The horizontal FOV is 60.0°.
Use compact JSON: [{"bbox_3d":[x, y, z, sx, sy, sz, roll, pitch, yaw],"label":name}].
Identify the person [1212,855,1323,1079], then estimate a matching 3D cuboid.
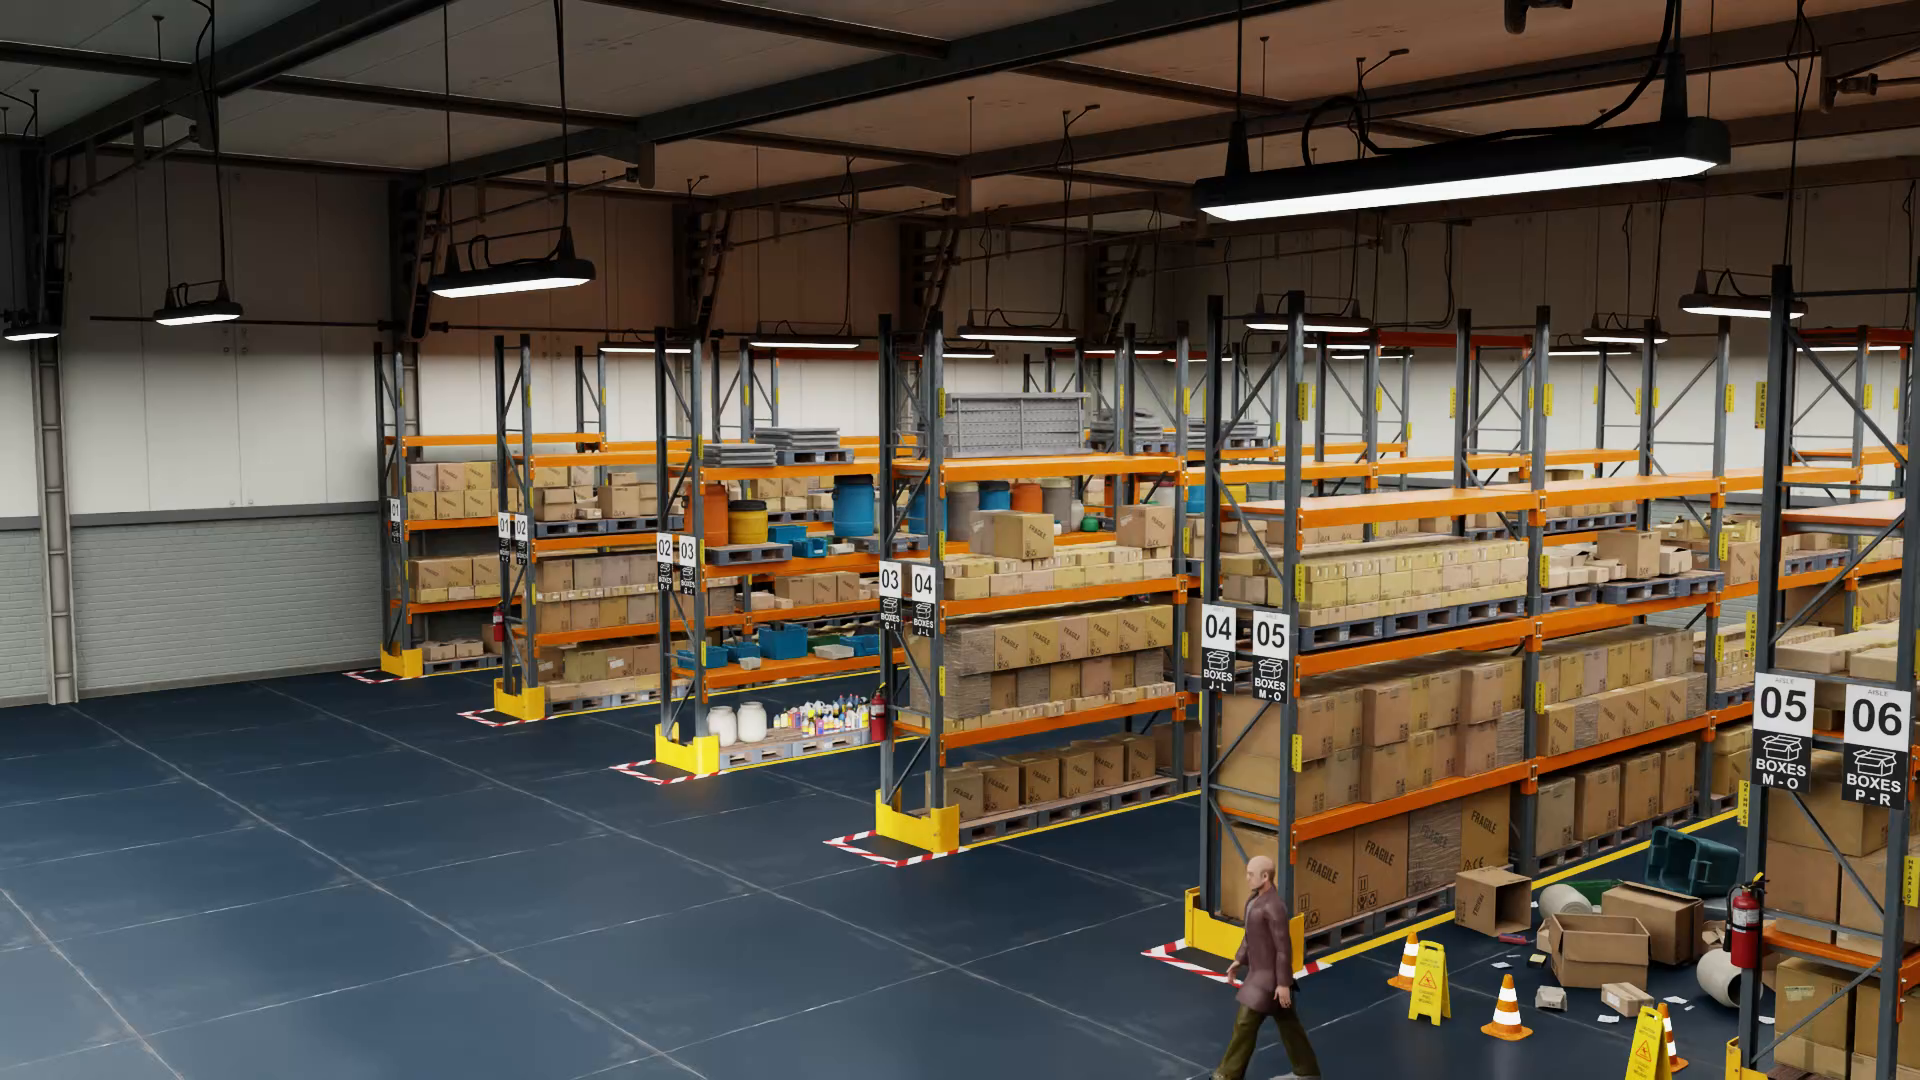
[{"bbox_3d":[2.190,3.167,12.146,0.967,1.741,0.609,0,5,5],"label":"person"}]
